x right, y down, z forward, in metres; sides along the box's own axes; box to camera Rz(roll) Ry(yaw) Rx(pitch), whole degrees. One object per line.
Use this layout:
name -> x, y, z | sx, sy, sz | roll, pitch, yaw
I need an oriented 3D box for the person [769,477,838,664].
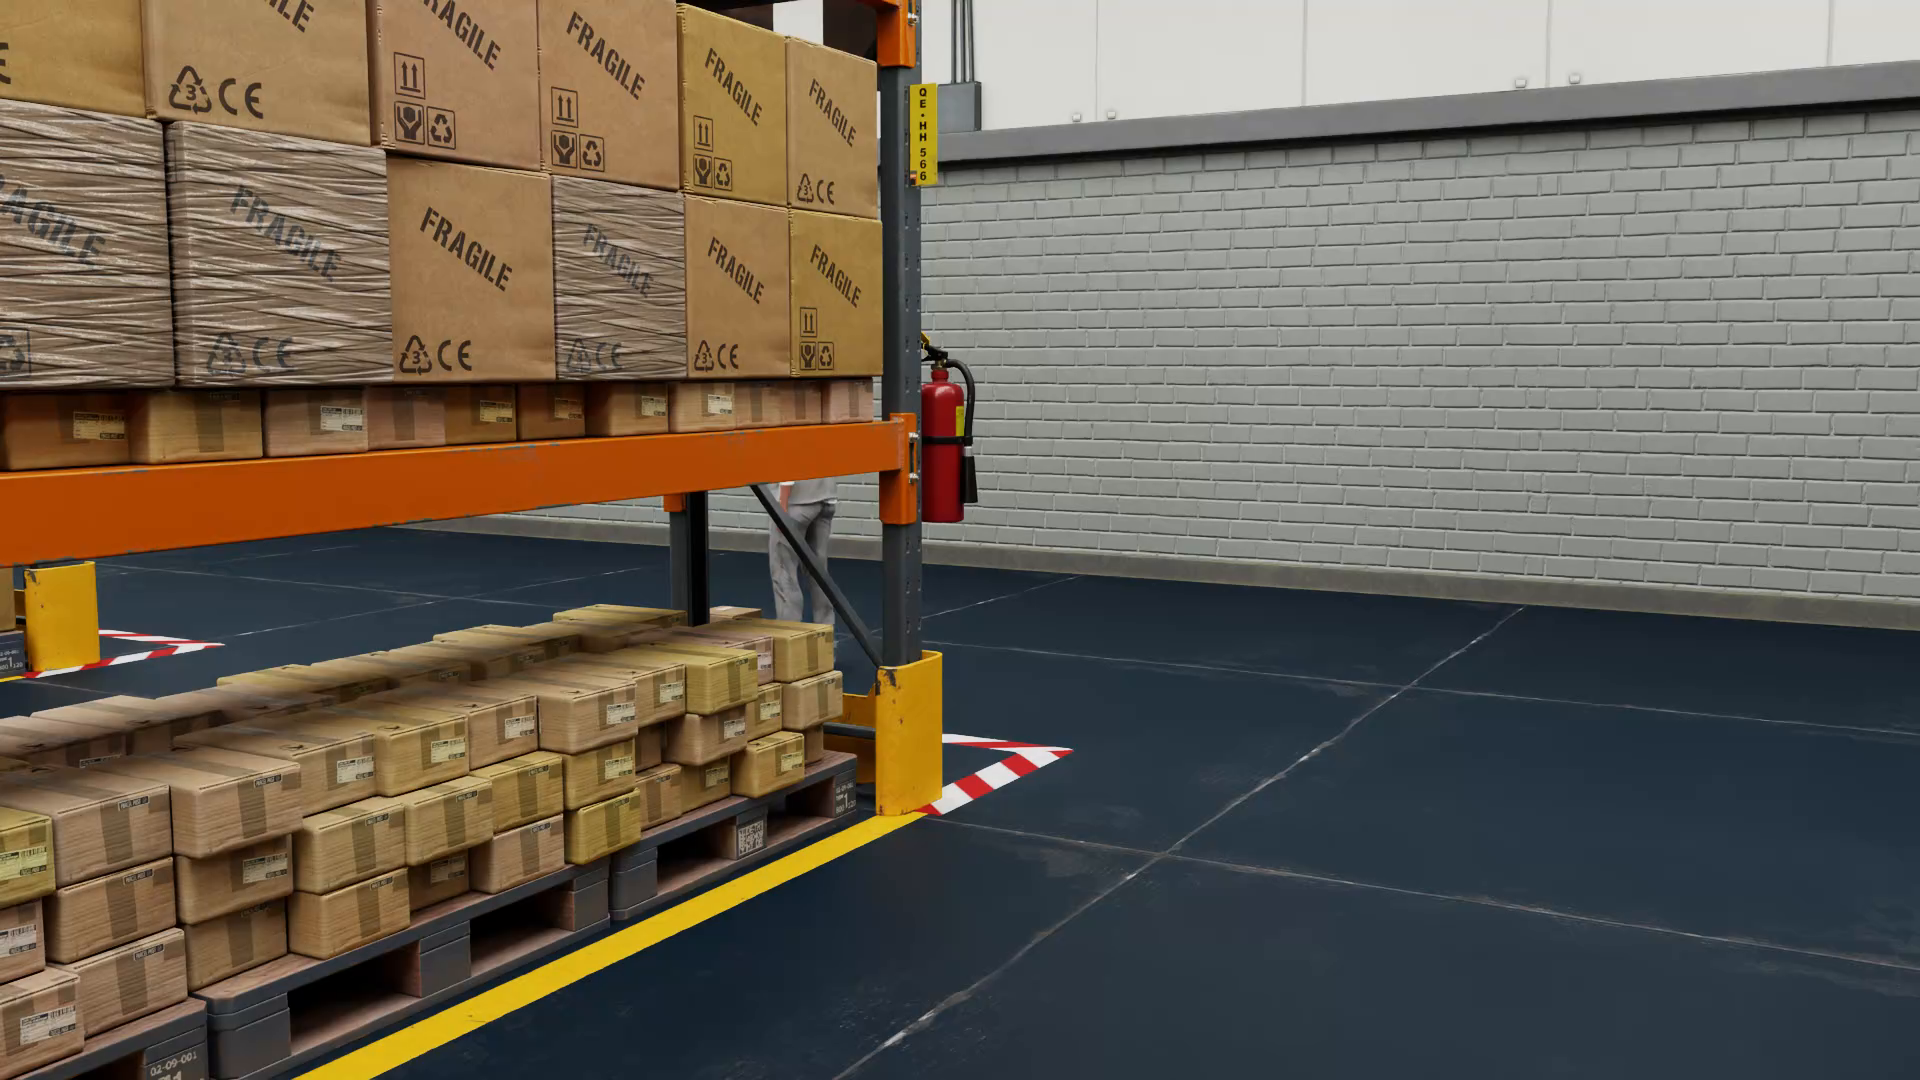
person -> -0.790, -0.161, 8.097 | 0.385, 1.614, 0.424 | 3, 7, 29
